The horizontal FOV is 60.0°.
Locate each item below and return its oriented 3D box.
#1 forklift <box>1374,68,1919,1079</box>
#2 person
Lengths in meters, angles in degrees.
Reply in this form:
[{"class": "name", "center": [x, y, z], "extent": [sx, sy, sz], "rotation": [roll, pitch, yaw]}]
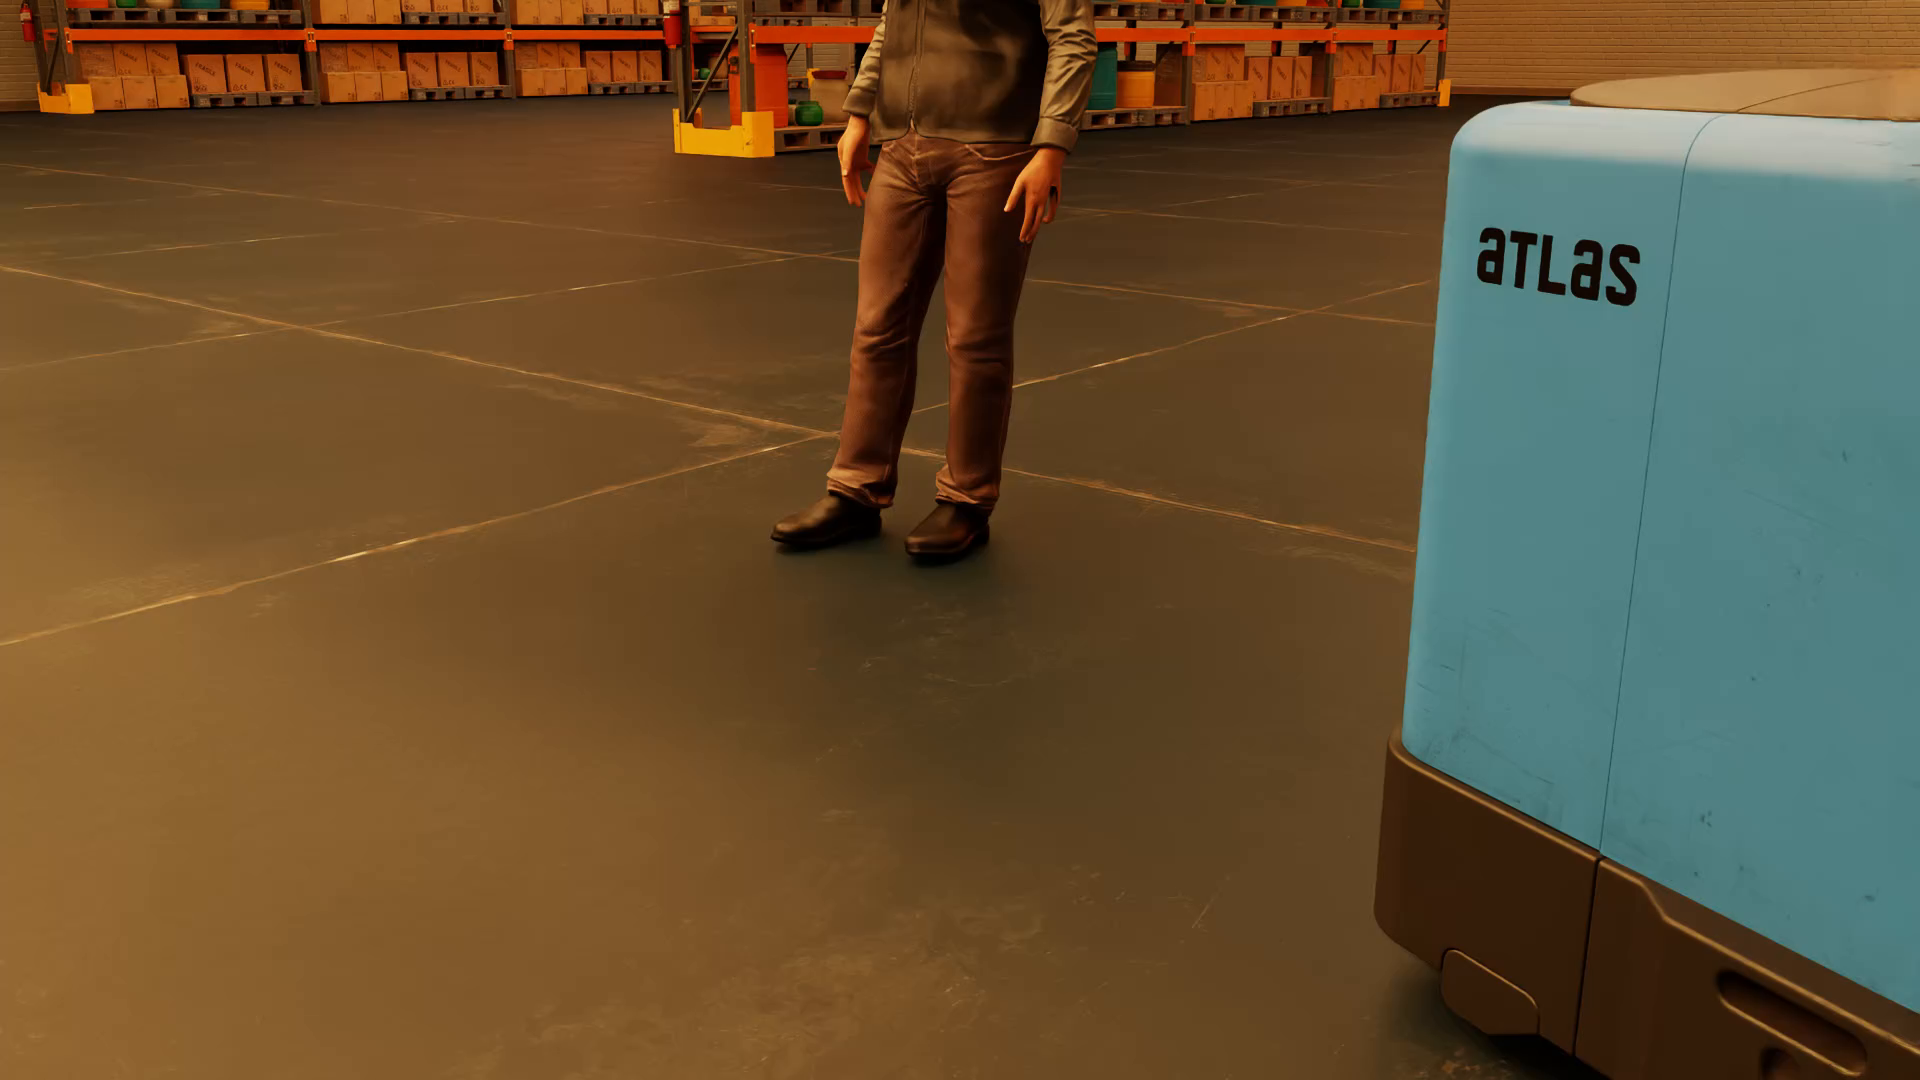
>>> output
[{"class": "forklift", "center": [1.686, -0.553, 0.719], "extent": [1.130, 2.935, 3.031], "rotation": [-9, 19, -28]}, {"class": "person", "center": [-0.046, -0.818, 3.649], "extent": [0.632, 1.720, 0.568], "rotation": [13, 21, 37]}]
